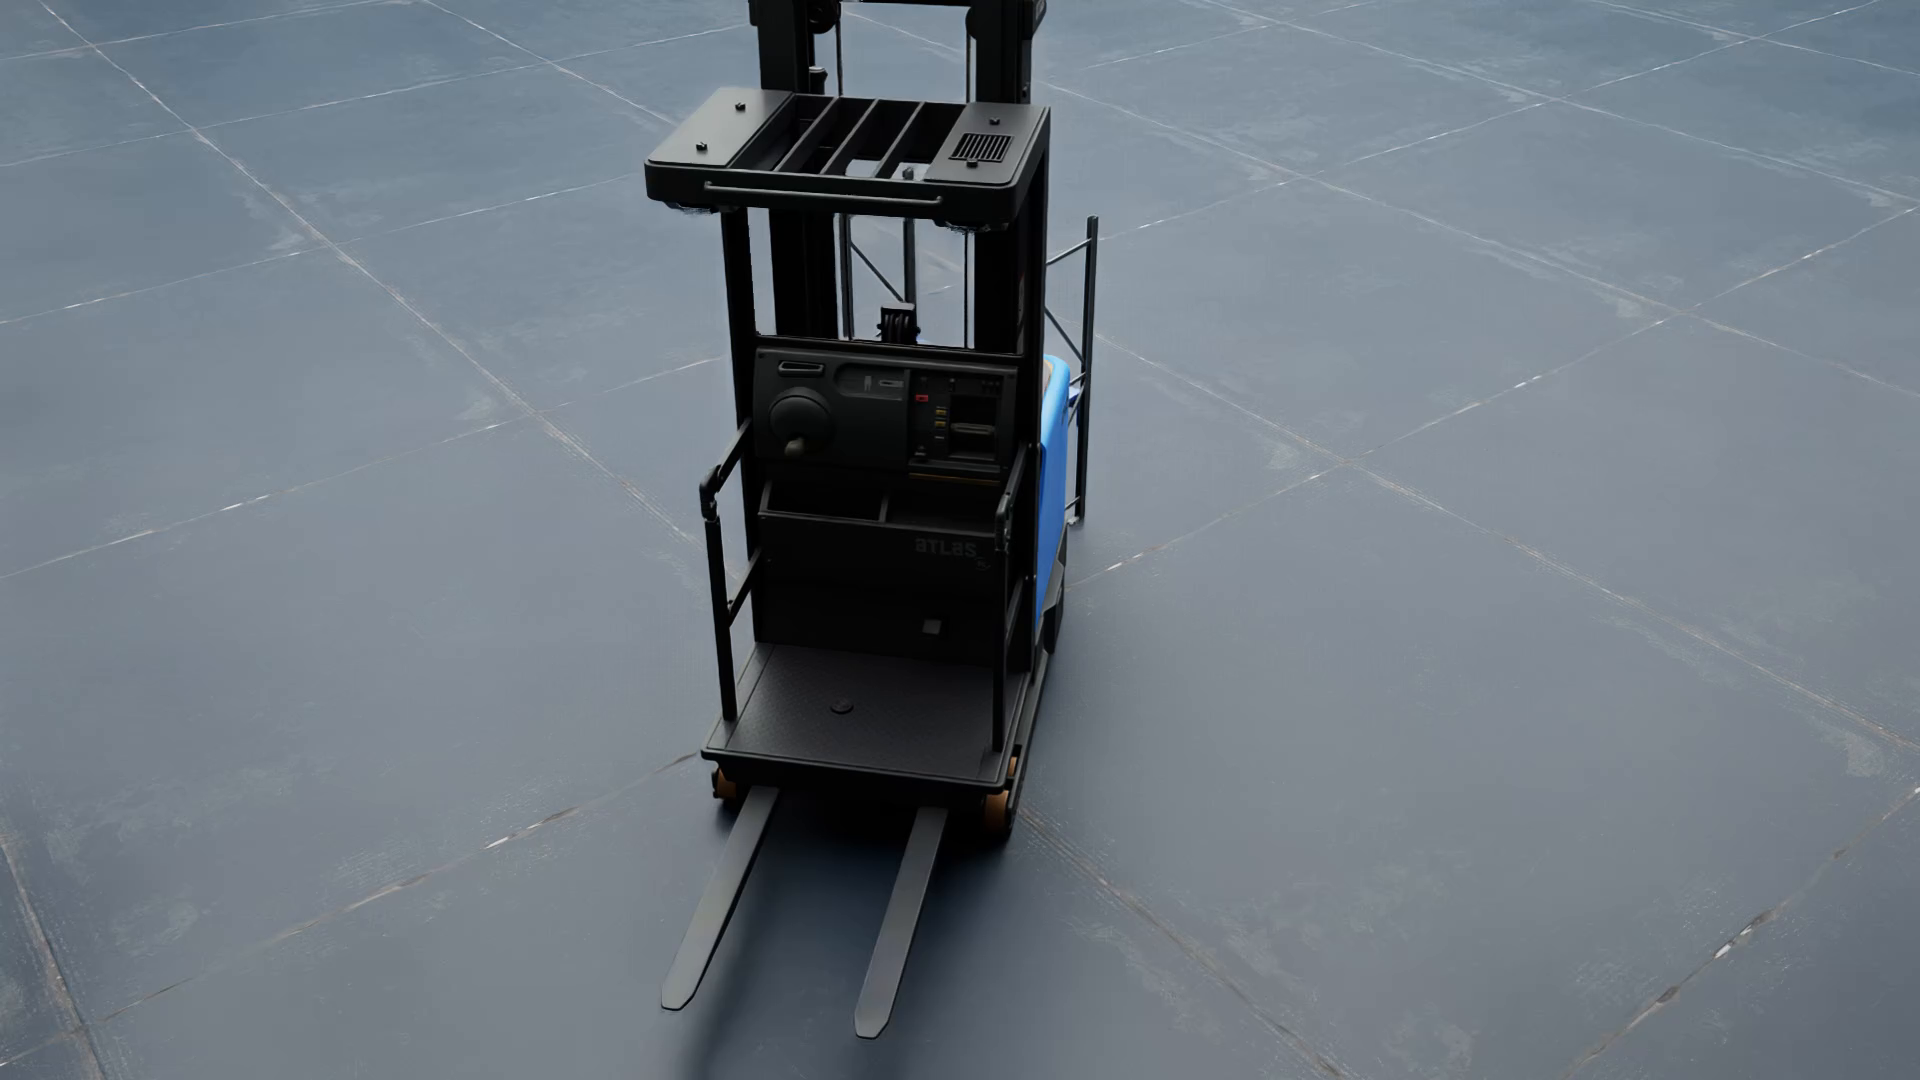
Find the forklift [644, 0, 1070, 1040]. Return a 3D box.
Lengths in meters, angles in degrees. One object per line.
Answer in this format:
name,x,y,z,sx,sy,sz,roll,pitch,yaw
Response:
forklift,-0.302,-0.391,5.601,1.130,2.935,3.031,6,32,9

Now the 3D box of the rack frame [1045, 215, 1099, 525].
rack frame,0.434,-0.655,7.383,0.032,1.500,0.500,22,38,31

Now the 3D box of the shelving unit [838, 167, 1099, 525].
shelving unit,0.028,-0.816,7.643,1.048,1.500,0.538,22,38,31

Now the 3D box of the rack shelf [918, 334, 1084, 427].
rack shelf,0.028,-0.663,7.738,1.000,0.185,0.538,22,38,31

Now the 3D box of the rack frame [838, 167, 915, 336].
rack frame,-0.378,-0.978,7.903,0.032,1.500,0.500,22,38,31
